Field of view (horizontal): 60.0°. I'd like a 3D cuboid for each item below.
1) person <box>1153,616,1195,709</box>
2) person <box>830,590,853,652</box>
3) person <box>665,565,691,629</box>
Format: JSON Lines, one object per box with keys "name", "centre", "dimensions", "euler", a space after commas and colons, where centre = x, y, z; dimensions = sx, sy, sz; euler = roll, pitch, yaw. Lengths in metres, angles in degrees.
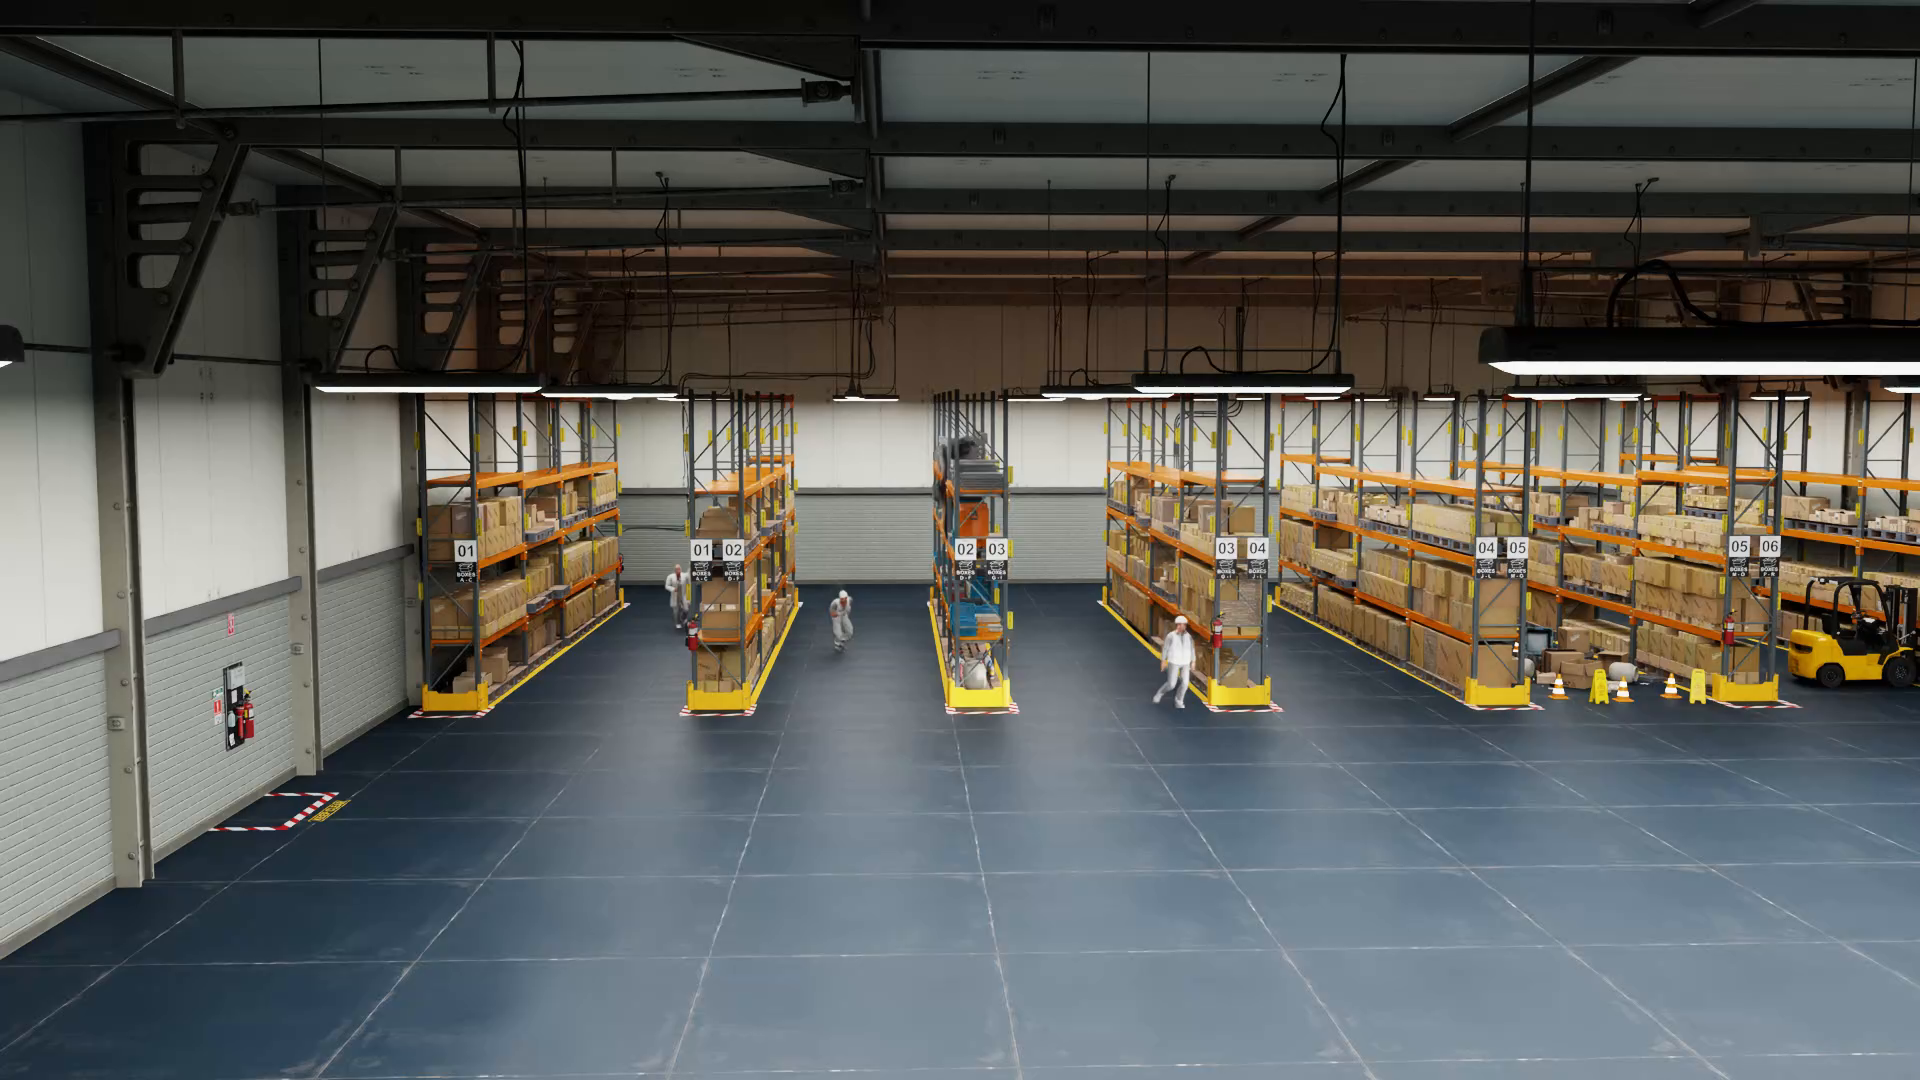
{"name": "person", "centre": [4.032, 2.287, 31.280], "dimensions": [0.698, 1.741, 0.571], "euler": [-2, 5, -19]}
{"name": "person", "centre": [-2.705, 1.859, 38.138], "dimensions": [0.697, 1.489, 0.963], "euler": [-2, 5, -27]}
{"name": "person", "centre": [-7.131, 1.494, 42.253], "dimensions": [0.704, 1.573, 0.858], "euler": [-1, 5, -12]}
